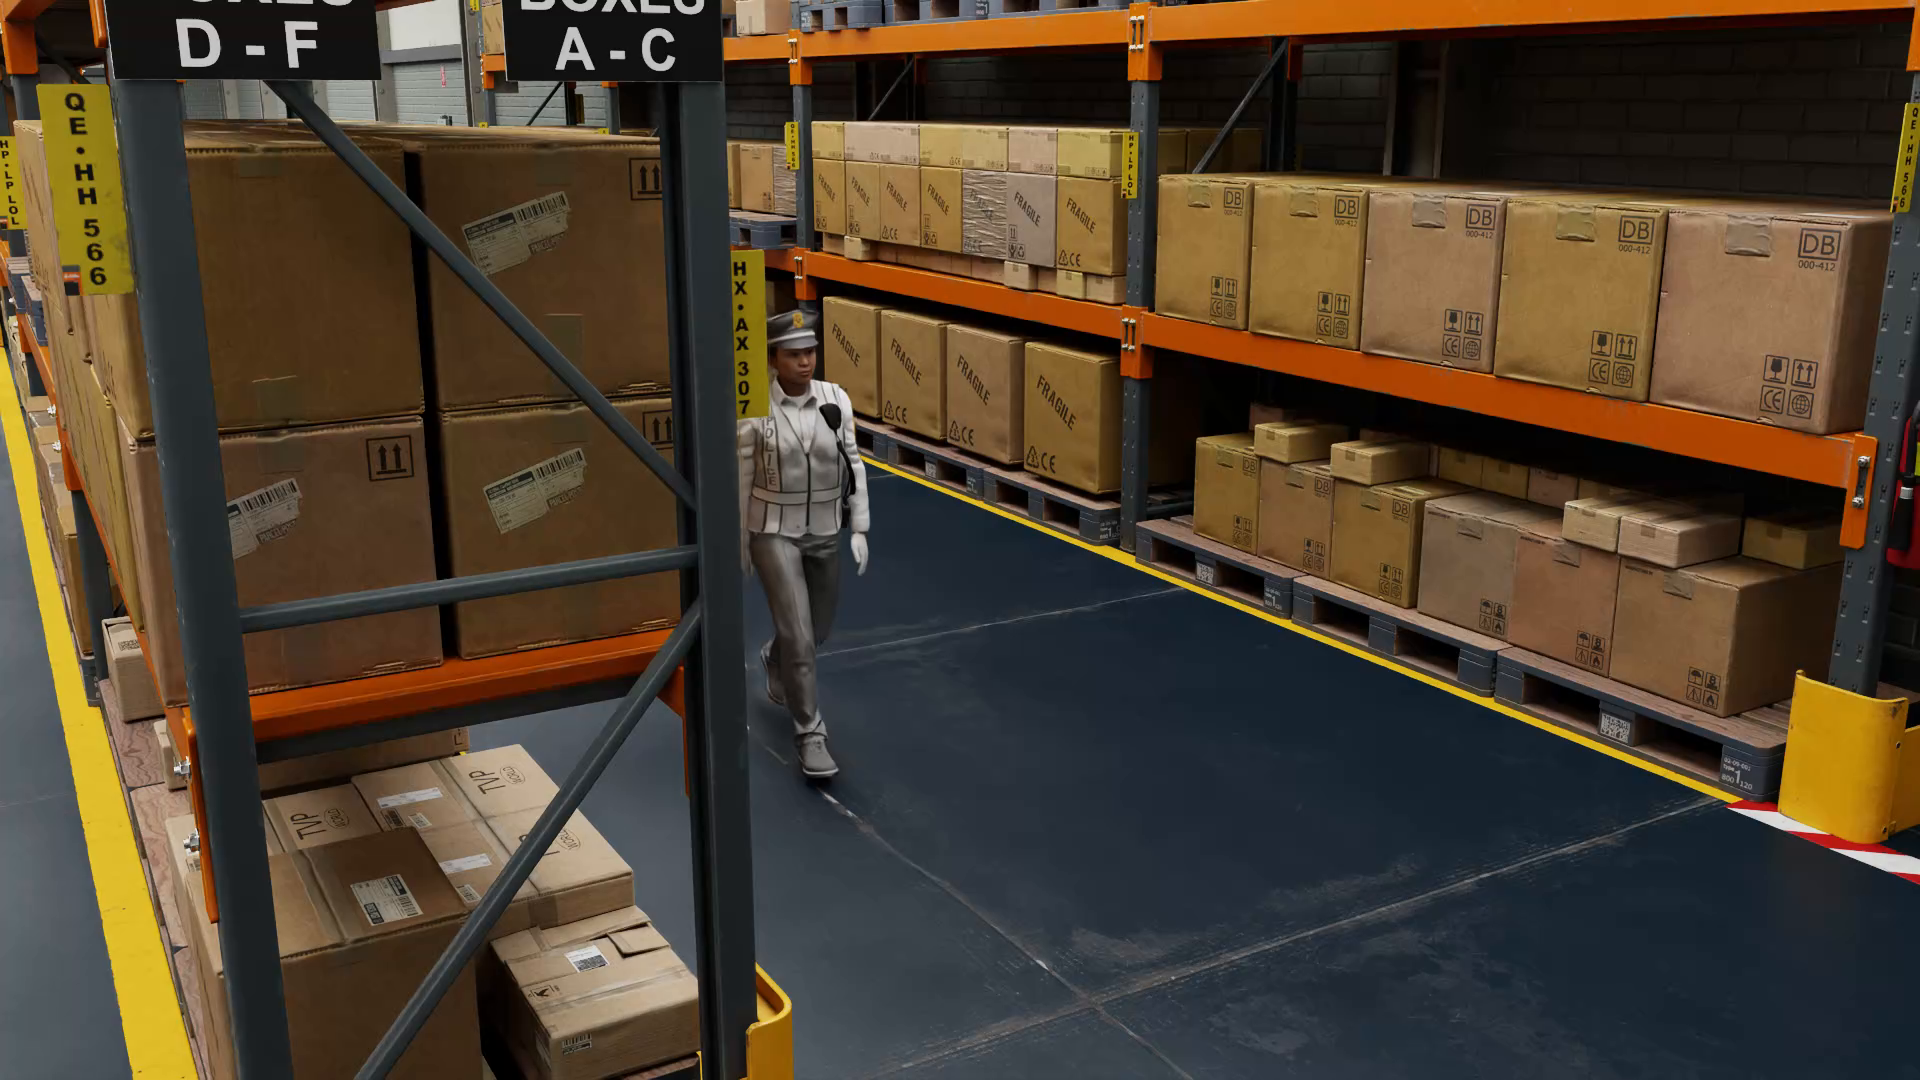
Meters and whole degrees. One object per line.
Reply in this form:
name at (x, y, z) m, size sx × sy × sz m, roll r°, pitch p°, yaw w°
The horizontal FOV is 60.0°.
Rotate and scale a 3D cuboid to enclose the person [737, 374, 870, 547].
person at (-0.568, -0.292, 5.976) m, size 0.495 × 0.623 × 0.342 m, roll -7°, pitch 17°, yaw -25°
